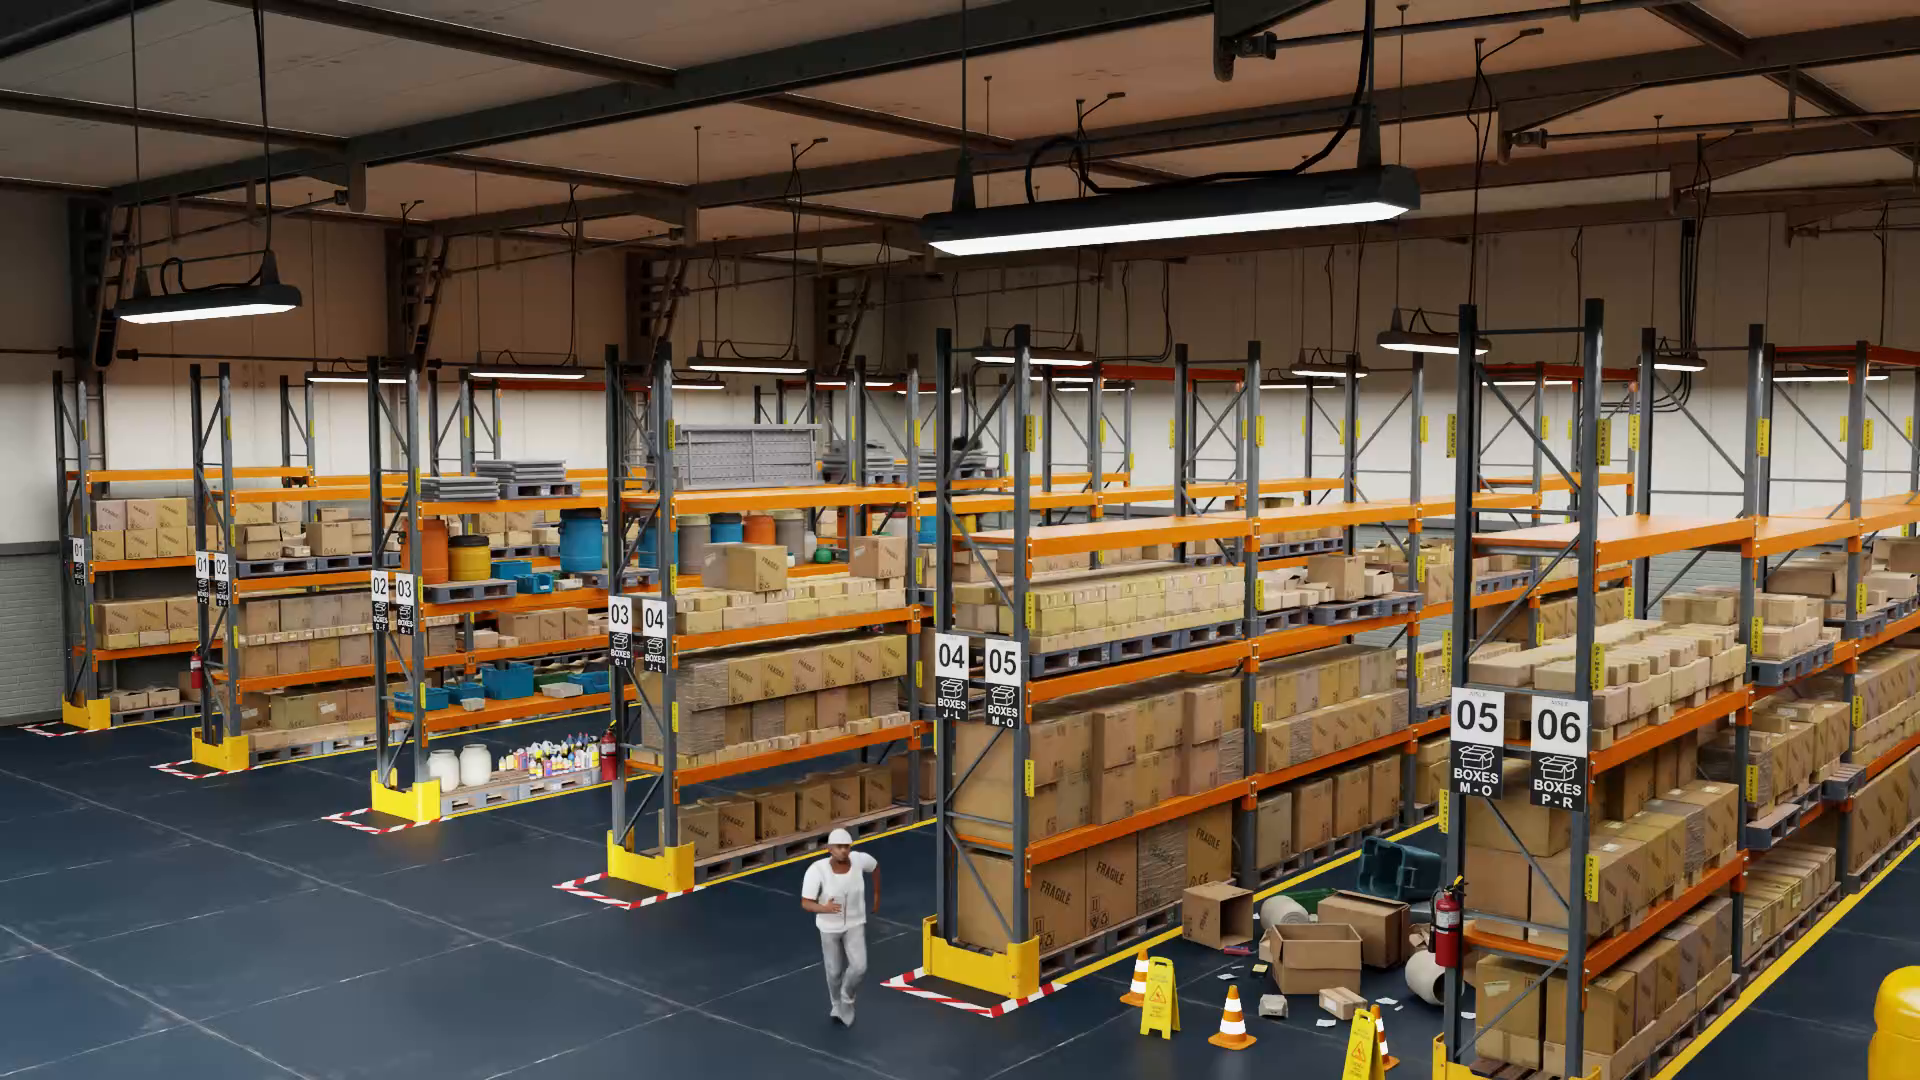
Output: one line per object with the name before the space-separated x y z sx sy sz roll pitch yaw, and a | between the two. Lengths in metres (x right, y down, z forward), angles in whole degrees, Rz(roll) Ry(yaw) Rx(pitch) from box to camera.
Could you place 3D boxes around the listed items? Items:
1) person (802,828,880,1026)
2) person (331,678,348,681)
person | -0.980 3.263 14.055 0.739 1.712 0.779 -1 4 -16
person | -10.434 2.343 28.056 0.649 1.654 0.661 3 5 33
